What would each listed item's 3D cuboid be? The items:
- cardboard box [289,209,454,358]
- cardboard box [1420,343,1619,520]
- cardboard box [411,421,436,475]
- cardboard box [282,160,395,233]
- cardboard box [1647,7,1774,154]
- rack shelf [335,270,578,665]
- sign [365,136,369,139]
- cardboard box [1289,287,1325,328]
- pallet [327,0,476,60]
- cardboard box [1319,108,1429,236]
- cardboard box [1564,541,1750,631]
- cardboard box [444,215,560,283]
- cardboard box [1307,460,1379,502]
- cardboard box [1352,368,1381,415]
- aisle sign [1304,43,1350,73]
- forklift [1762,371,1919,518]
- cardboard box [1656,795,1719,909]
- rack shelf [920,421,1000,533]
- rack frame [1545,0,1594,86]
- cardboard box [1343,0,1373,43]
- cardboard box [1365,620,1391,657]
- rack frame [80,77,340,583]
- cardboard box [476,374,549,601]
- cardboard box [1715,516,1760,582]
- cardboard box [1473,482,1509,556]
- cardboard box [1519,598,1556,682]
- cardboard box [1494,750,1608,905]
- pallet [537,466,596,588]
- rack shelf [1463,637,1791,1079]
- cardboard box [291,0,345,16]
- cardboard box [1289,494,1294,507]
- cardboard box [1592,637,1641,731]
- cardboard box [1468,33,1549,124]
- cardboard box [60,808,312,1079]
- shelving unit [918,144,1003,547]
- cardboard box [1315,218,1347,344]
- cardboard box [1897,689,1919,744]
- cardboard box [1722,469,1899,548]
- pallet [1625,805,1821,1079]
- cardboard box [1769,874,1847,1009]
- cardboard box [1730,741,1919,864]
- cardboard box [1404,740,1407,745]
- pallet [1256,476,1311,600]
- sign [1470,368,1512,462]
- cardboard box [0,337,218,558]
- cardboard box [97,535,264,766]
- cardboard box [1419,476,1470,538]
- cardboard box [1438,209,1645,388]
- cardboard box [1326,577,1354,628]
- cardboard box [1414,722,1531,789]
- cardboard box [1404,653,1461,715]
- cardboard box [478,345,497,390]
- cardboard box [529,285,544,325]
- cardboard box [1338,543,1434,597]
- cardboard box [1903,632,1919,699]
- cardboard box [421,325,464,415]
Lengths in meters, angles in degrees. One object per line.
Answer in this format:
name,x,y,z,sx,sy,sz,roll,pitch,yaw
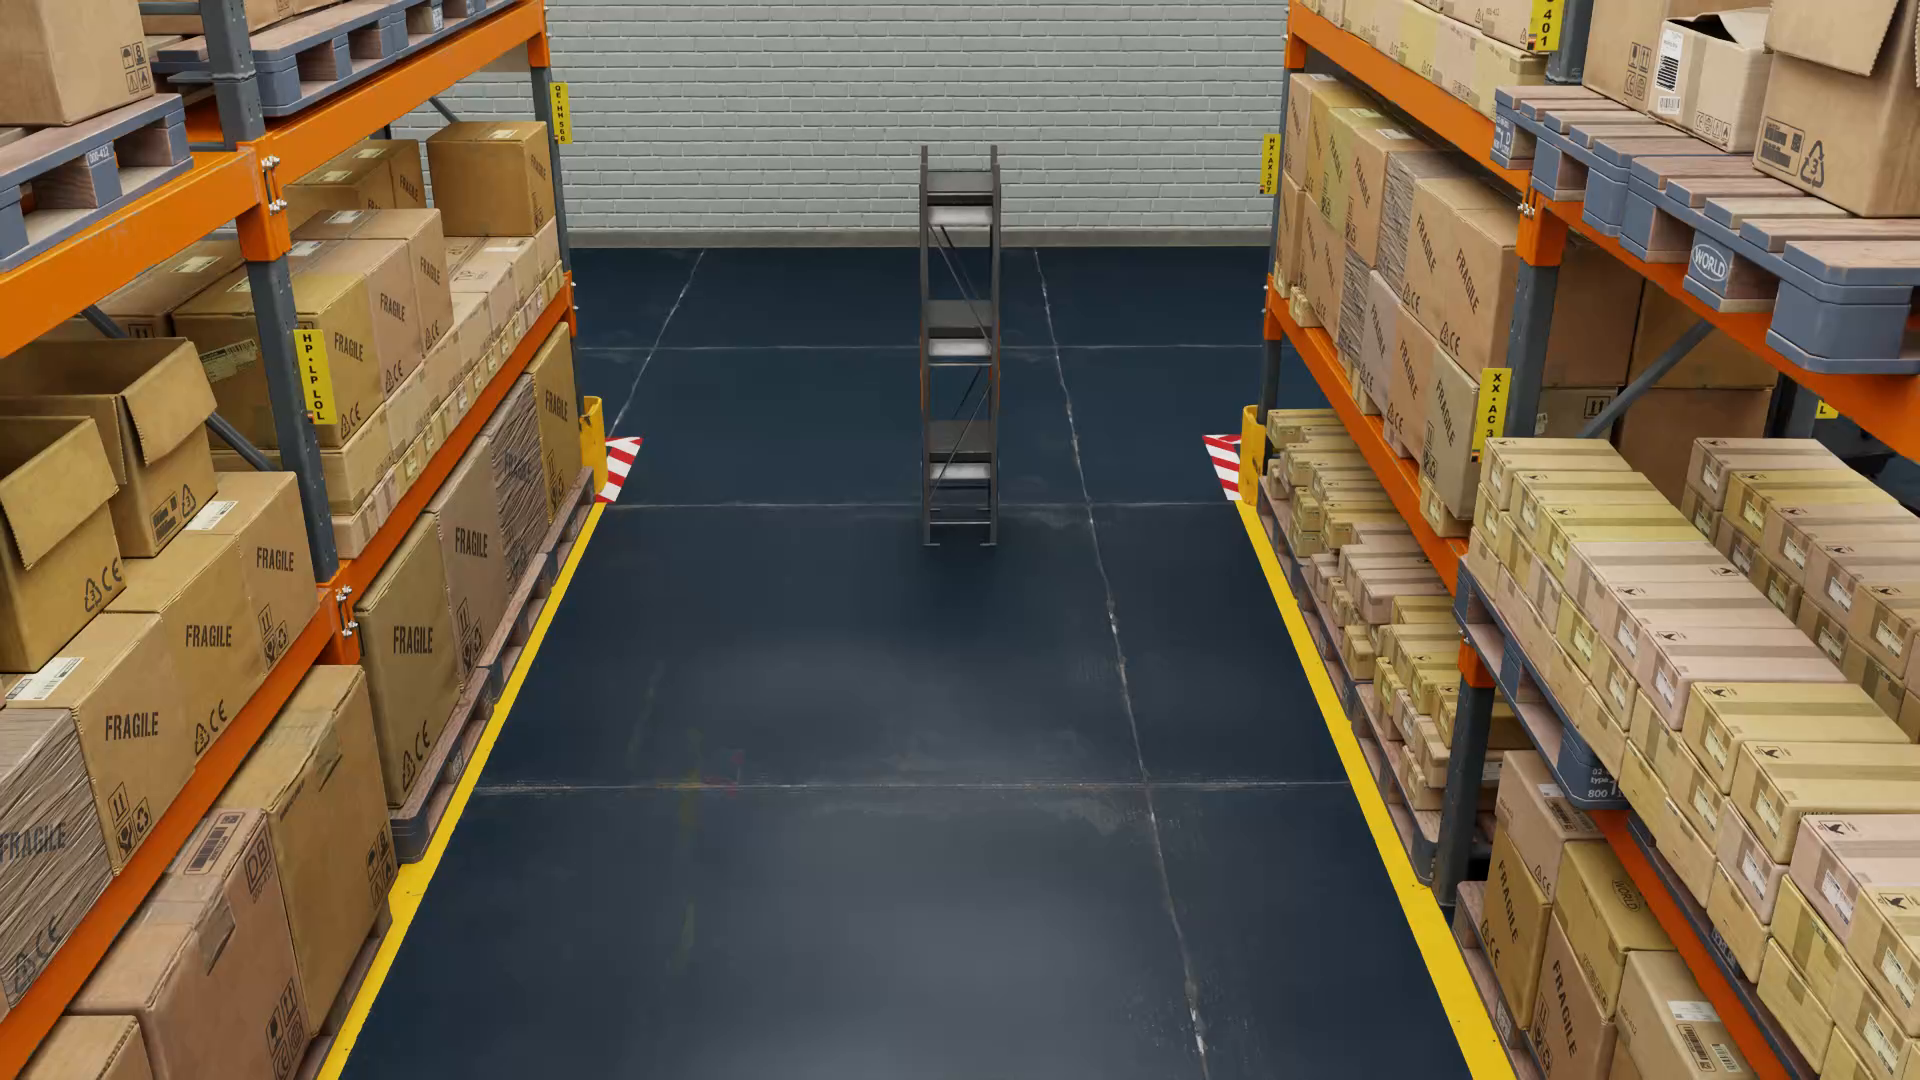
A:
cardboard box,-2.429,-1.063,6.871,0.500,0.500,0.500,-1,24,-2
cardboard box,2.001,-0.398,6.007,0.500,0.500,0.500,0,24,0
cardboard box,-2.353,-0.372,6.738,0.380,0.149,0.250,-1,24,-2
cardboard box,-2.963,-1.477,7.786,0.500,0.500,0.500,-1,24,-2
cardboard box,2.089,-1.173,4.161,0.500,0.311,0.500,-1,24,-1
rack shelf,-2.693,-0.534,7.665,1.077,0.370,4.000,0,24,-1
sign,-3.270,-2.117,9.144,0.100,0.325,0.005,0,24,-1
cardboard box,1.915,-1.202,8.572,0.380,0.149,0.250,-1,24,-2
pallet,-2.680,-2.203,6.949,1.003,0.211,1.213,0,24,-1
cardboard box,1.980,-1.695,7.662,0.500,0.500,0.500,-1,24,-2
cardboard box,1.843,0.121,4.416,0.380,0.149,0.250,-1,24,-1
cardboard box,-2.445,-1.555,8.869,0.500,0.250,0.500,-1,24,-1
cardboard box,1.995,-0.294,8.488,0.380,0.149,0.250,-1,24,-3
cardboard box,1.963,-0.665,7.385,0.380,0.149,0.250,0,24,0
aisle sign,1.945,-2.880,8.824,0.394,0.787,0.004,0,24,-1
forklift,4.726,-1.651,9.344,1.130,2.935,3.031,-6,25,-13
cardboard box,1.853,0.711,3.834,0.380,0.149,0.250,-1,24,-3
rack shelf,-0.002,-0.375,9.262,0.431,0.518,0.480,0,24,-1
rack frame,2.289,-2.752,4.415,1.000,3.000,0.127,0,24,-1
cardboard box,2.015,-2.350,7.348,0.500,0.250,0.500,-1,24,-2
cardboard box,2.005,0.394,7.327,0.380,0.149,0.250,0,24,1
rack frame,-2.672,-0.038,5.694,1.000,3.000,0.127,0,24,-1
cardboard box,-2.618,-0.271,8.279,0.875,0.875,0.875,0,24,-1
cardboard box,2.495,0.040,4.955,0.380,0.149,0.250,0,24,0
cardboard box,1.834,-0.067,5.192,0.380,0.149,0.250,0,24,0
cardboard box,1.841,0.286,4.773,0.380,0.149,0.250,0,24,0
cardboard box,2.033,0.893,5.250,0.500,0.250,0.500,-1,24,-3
pallet,-2.628,-0.087,9.186,1.003,0.211,1.213,0,24,-1
rack shelf,2.311,1.133,3.978,1.077,0.370,4.000,0,24,-1
cardboard box,-2.742,-2.231,6.151,0.700,0.500,0.500,1,24,2
cardboard box,2.016,-0.235,9.079,0.380,0.149,0.250,0,24,-1
cardboard box,1.850,0.365,4.238,0.380,0.149,0.250,1,24,2
cardboard box,2.014,-1.518,5.509,0.500,0.250,0.500,0,24,1
cardboard box,-2.634,1.370,4.649,1.225,0.875,0.875,-1,24,-2
shelving unit,-0.002,-1.025,8.968,0.431,2.100,0.503,0,24,-1
cardboard box,1.998,-1.240,7.868,0.500,0.500,0.500,0,24,0
cardboard box,2.509,0.475,3.994,0.380,0.149,0.250,0,24,0
cardboard box,2.493,-0.091,4.886,0.380,0.149,0.250,-1,24,-2
pallet,2.270,0.901,3.850,1.003,0.211,1.213,0,24,-1
cardboard box,1.859,0.791,3.294,0.380,0.149,0.250,0,24,-1
cardboard box,1.857,0.549,3.470,0.380,0.149,0.250,1,24,2
cardboard box,2.025,0.821,6.744,0.380,0.149,0.250,0,24,1
pallet,2.220,-0.030,9.061,1.003,0.211,1.213,0,24,-1
sign,1.747,-0.408,5.461,0.100,0.325,0.005,0,24,-1
cardboard box,-2.656,-0.278,4.885,0.797,0.503,0.637,-1,24,-2
cardboard box,-2.395,0.312,4.799,0.500,0.500,0.500,0,24,1
cardboard box,1.940,-0.127,6.195,0.380,0.149,0.250,-1,24,-2
cardboard box,2.014,-0.848,5.789,0.500,0.500,0.500,-1,24,-2
cardboard box,1.961,0.295,7.907,0.380,0.149,0.250,0,24,-1
cardboard box,1.968,0.825,6.375,0.380,0.149,0.250,0,24,0
cardboard box,1.983,0.567,6.584,0.380,0.149,0.250,0,24,0
cardboard box,-2.366,-0.797,7.677,0.380,0.149,0.250,0,24,0
cardboard box,-2.376,-1.216,8.603,0.380,0.149,0.250,0,24,0
cardboard box,1.937,0.135,7.539,0.380,0.149,0.250,-1,24,-2
cardboard box,2.502,0.335,3.943,0.380,0.149,0.250,-1,24,-3
cardboard box,-2.427,-0.718,7.020,0.500,0.250,0.500,0,24,1
